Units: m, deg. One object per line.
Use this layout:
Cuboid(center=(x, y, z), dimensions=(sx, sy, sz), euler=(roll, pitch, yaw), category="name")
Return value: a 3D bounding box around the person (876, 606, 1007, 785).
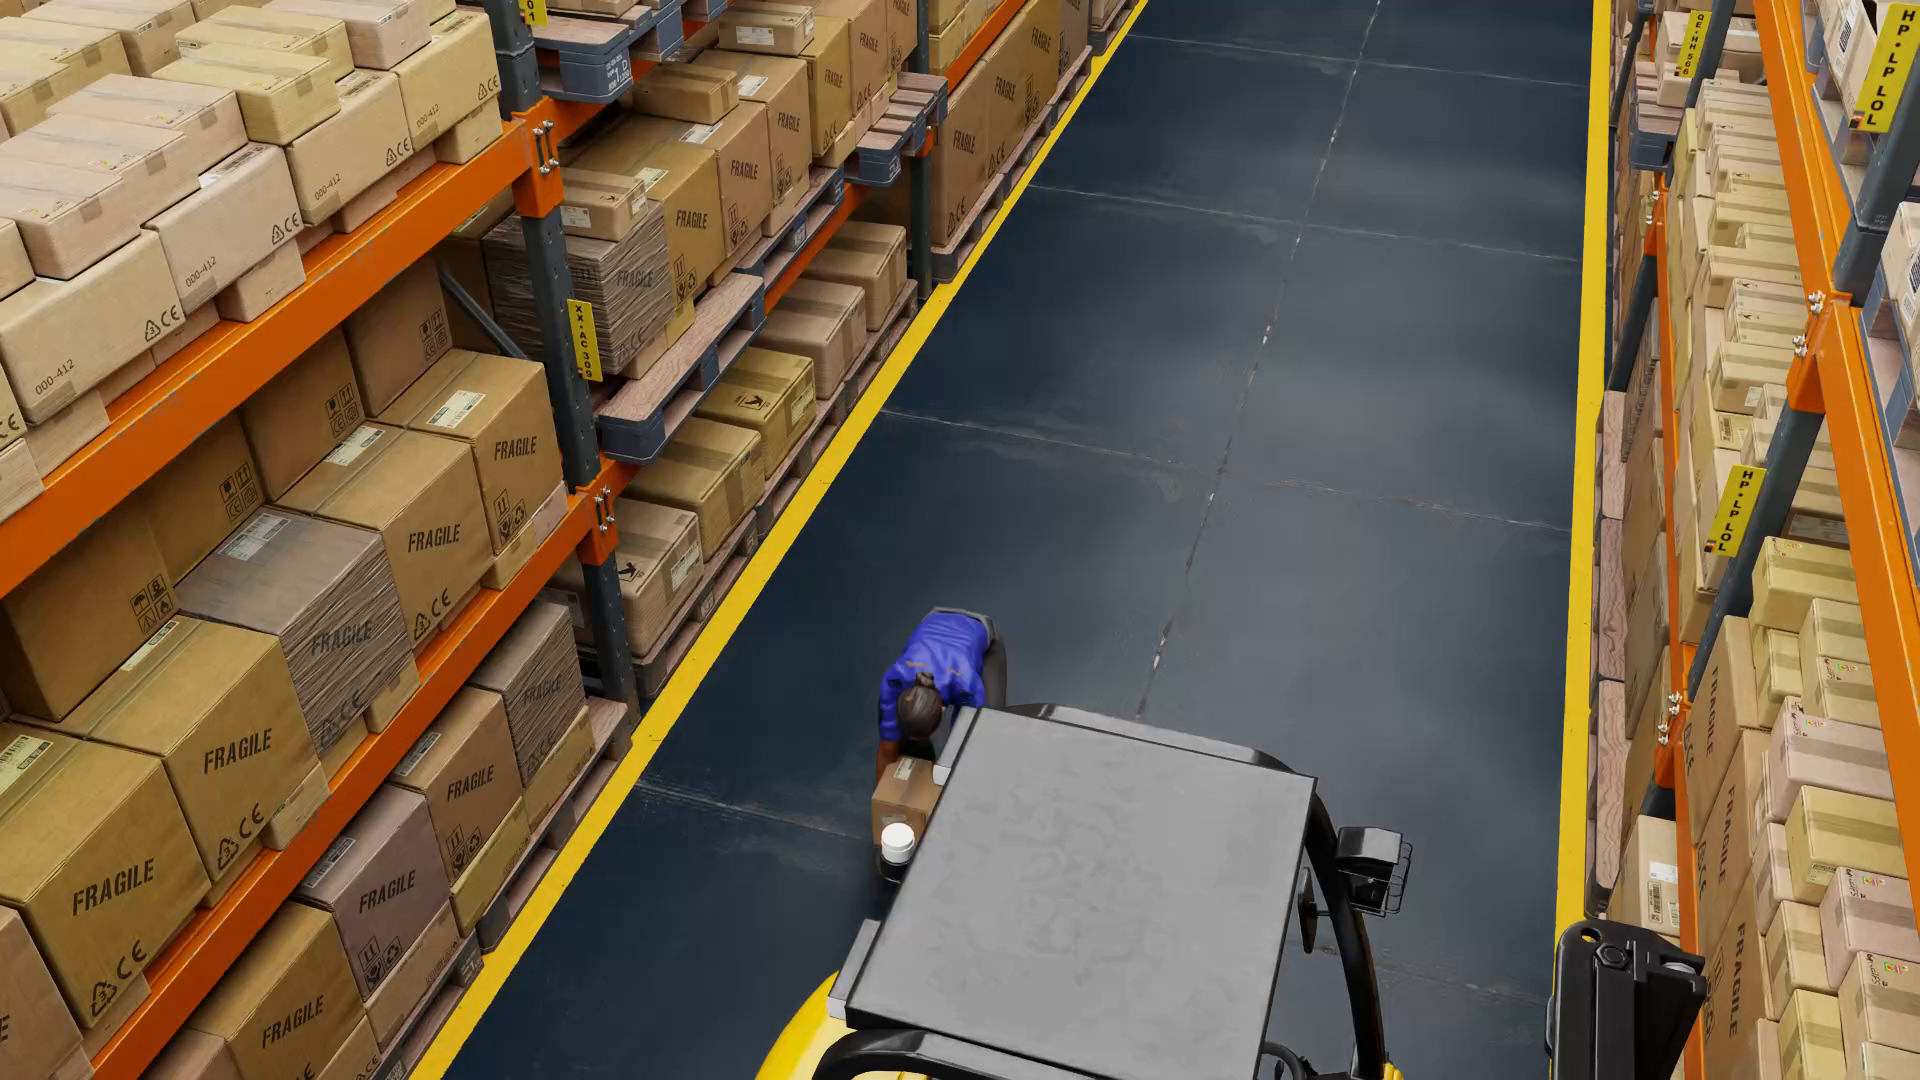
Cuboid(center=(-0.068, 0.749, 6.417), dimensions=(0.451, 1.048, 0.857), euler=(9, 38, 12), category="person")
